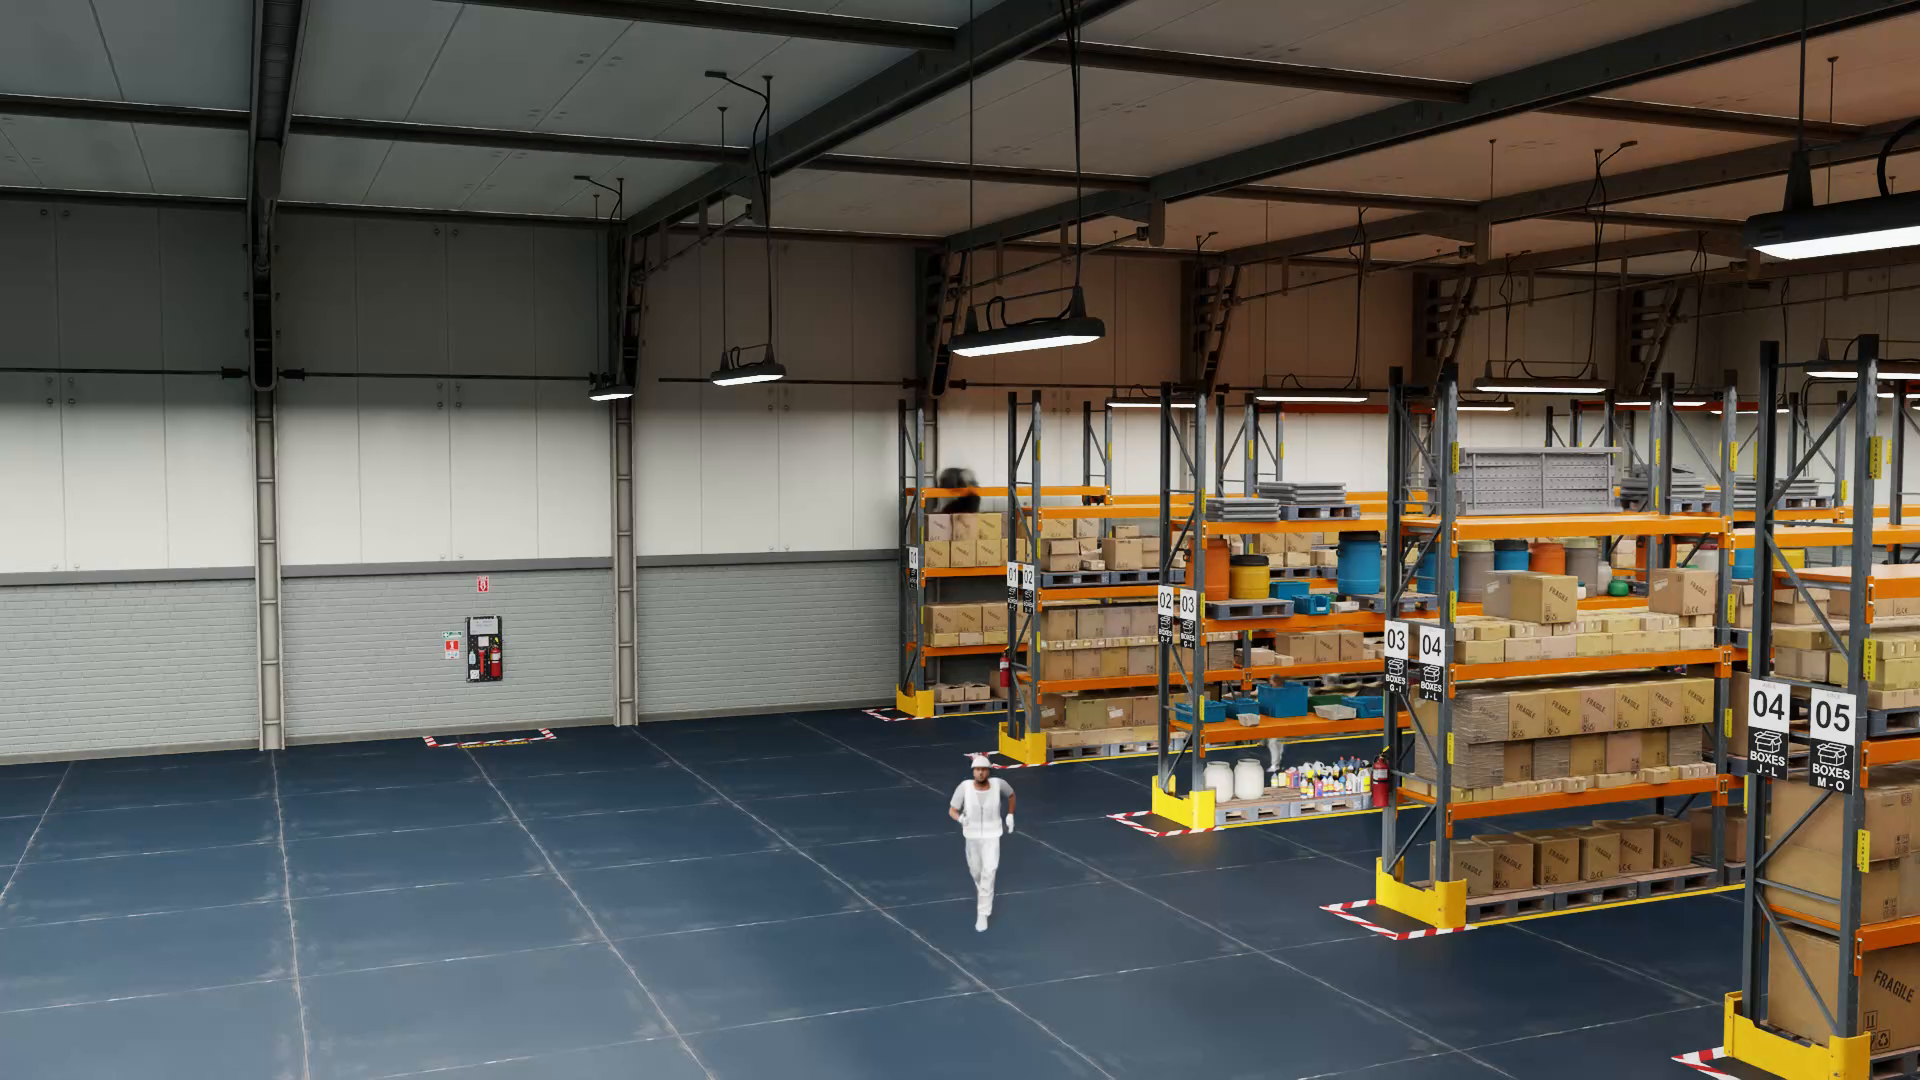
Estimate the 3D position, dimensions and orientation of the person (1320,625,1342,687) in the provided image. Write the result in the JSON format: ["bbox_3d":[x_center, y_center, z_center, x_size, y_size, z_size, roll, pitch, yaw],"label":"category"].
[{"bbox_3d":[7.163,2.428,31.971,0.631,1.737,0.705,-2,4,-29],"label":"person"}]

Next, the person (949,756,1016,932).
[{"bbox_3d":[0.244,3.234,18.009,0.715,1.828,0.949,0,3,3],"label":"person"}]

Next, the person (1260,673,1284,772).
[{"bbox_3d":[4.949,2.870,26.151,0.541,1.565,0.547,-2,4,-37],"label":"person"}]
